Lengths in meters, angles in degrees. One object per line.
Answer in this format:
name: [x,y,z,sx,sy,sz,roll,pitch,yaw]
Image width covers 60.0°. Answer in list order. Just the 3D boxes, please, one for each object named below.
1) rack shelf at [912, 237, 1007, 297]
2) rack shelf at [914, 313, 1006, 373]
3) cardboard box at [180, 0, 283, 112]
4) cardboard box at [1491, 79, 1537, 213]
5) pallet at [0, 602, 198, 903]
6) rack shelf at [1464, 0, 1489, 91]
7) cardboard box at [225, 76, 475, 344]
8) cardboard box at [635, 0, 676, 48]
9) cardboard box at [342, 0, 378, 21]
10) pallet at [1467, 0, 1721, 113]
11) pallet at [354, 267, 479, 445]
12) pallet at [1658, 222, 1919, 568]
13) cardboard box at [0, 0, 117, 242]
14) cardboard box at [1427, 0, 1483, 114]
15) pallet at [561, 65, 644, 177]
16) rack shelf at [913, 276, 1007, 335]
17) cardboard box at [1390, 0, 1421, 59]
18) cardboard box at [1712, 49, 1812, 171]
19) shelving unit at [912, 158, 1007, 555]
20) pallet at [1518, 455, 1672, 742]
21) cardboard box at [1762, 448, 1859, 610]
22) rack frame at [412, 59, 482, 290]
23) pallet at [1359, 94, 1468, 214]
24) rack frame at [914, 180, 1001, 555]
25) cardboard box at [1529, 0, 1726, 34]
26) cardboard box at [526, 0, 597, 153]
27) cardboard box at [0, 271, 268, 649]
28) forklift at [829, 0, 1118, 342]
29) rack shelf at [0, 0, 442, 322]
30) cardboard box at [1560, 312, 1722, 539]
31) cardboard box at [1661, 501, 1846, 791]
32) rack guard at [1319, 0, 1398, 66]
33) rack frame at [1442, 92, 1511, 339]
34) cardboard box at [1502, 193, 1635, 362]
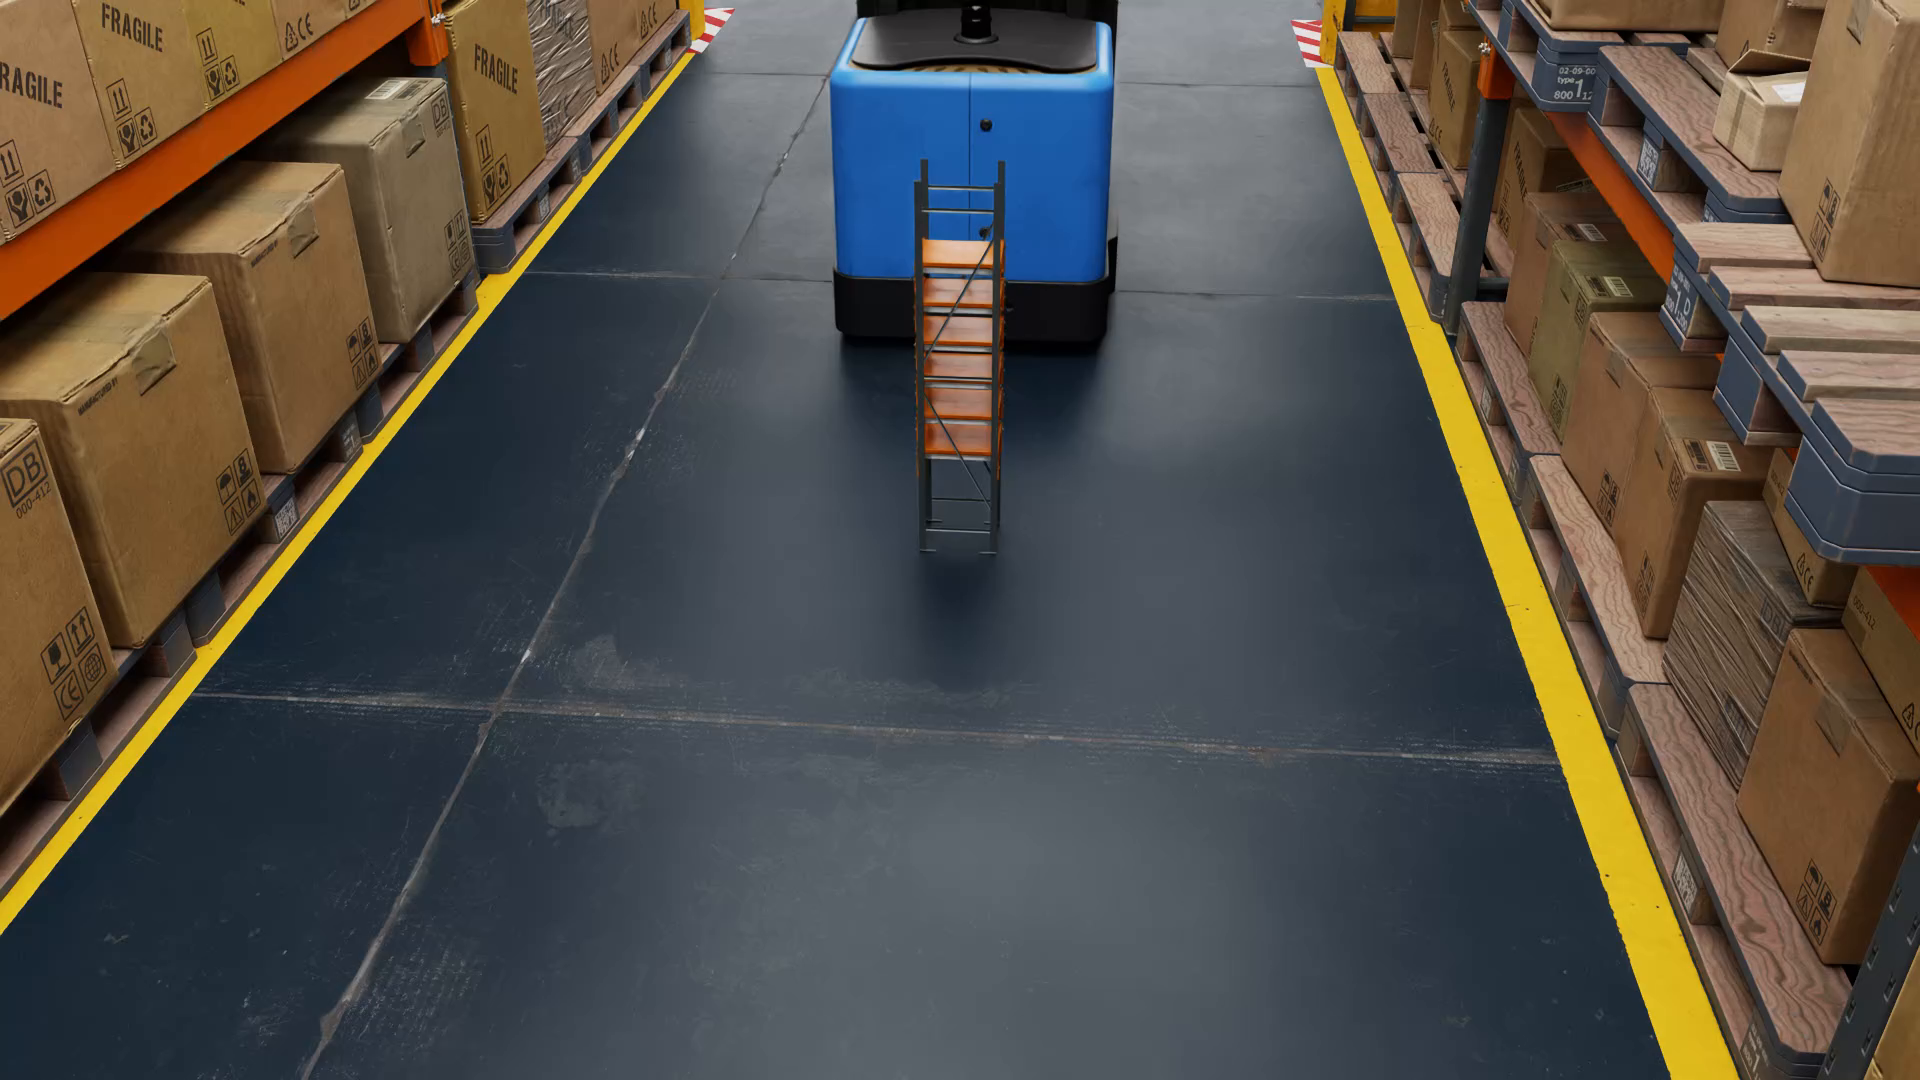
rack shelf: [0.001,-0.787,4.782,0.258,0.103,0.180,2,32,4]
rack shelf: [0.001,-0.583,4.908,0.258,0.103,0.180,2,32,4]
cardboard box: [-2.376,-1.576,4.853,0.500,0.500,0.500,3,32,5]
cardboard box: [2.529,-1.704,7.138,0.500,0.500,0.500,13,34,19]
pallet: [-2.704,0.523,4.200,1.003,0.211,1.213,2,32,4]
rack shelf: [2.580,-2.821,7.655,1.077,0.370,4.000,2,32,4]
cardboard box: [-2.479,-1.239,6.146,1.050,0.750,0.750,2,32,4]
cardboard box: [-2.181,-3.355,9.460,0.875,0.875,0.875,3,32,4]
cardboard box: [-2.294,-2.105,5.711,0.500,0.500,0.500,2,32,4]
pallet: [2.210,-1.607,5.181,1.003,0.211,1.213,2,32,4]
pallet: [-2.506,-0.753,6.270,1.003,0.211,1.213,2,32,4]
pallet: [2.044,-0.286,3.037,1.213,0.211,1.003,2,32,4]
cardboard box: [-2.458,-1.050,4.000,0.500,0.500,0.500,2,32,4]
cardboard box: [2.591,-2.322,8.140,0.500,0.500,0.500,5,32,9]
pallet: [-2.281,-2.193,8.608,1.003,0.211,1.213,2,32,4]
rack shelf: [0.001,-0.685,4.845,0.258,0.103,0.180,2,32,4]
cardboard box: [2.676,-2.962,9.180,0.500,0.500,0.500,8,33,13]
cardboard box: [1.958,-0.995,3.734,0.396,0.266,0.258,2,32,3]
shelving unit: [0.001,-0.518,4.947,0.258,1.200,0.189,2,32,4]
pallet: [2.259,0.152,4.802,1.003,0.211,1.213,2,32,4]
cardboard box: [2.150,-0.062,3.740,0.500,0.250,0.500,6,32,10]
rack frame: [-2.518,-2.346,6.198,1.000,3.000,0.127,2,32,4]
pallet: [2.534,-1.887,8.111,1.003,0.211,1.213,2,32,4]
rack frame: [-0.006,-0.471,4.870,0.240,1.200,0.006,2,32,4]
cardboard box: [2.213,-2.106,4.837,1.000,1.000,1.000,3,32,4]
cardboard box: [-2.327,-2.418,7.940,0.875,0.875,0.875,3,32,4]
cardboard box: [-2.636,-0.248,4.537,1.050,0.750,0.750,3,32,5]
forklift: [0.131,-2.747,6.913,1.130,2.935,3.031,2,32,3]
rack shelf: [-2.681,-0.994,4.690,1.077,0.370,4.000,2,32,4]
cardboard box: [2.243,-0.344,4.912,0.700,0.500,0.500,0,32,0]
cardboard box: [2.159,0.245,3.957,0.700,0.500,0.500,0,32,0]
rack guard: [2.737,-3.069,9.754,1.175,0.500,0.348,2,32,4]
rack frame: [2.417,-2.082,5.769,1.000,3.000,0.127,2,32,4]
cardboard box: [2.346,-0.885,5.790,0.700,0.500,0.500,0,32,0]
